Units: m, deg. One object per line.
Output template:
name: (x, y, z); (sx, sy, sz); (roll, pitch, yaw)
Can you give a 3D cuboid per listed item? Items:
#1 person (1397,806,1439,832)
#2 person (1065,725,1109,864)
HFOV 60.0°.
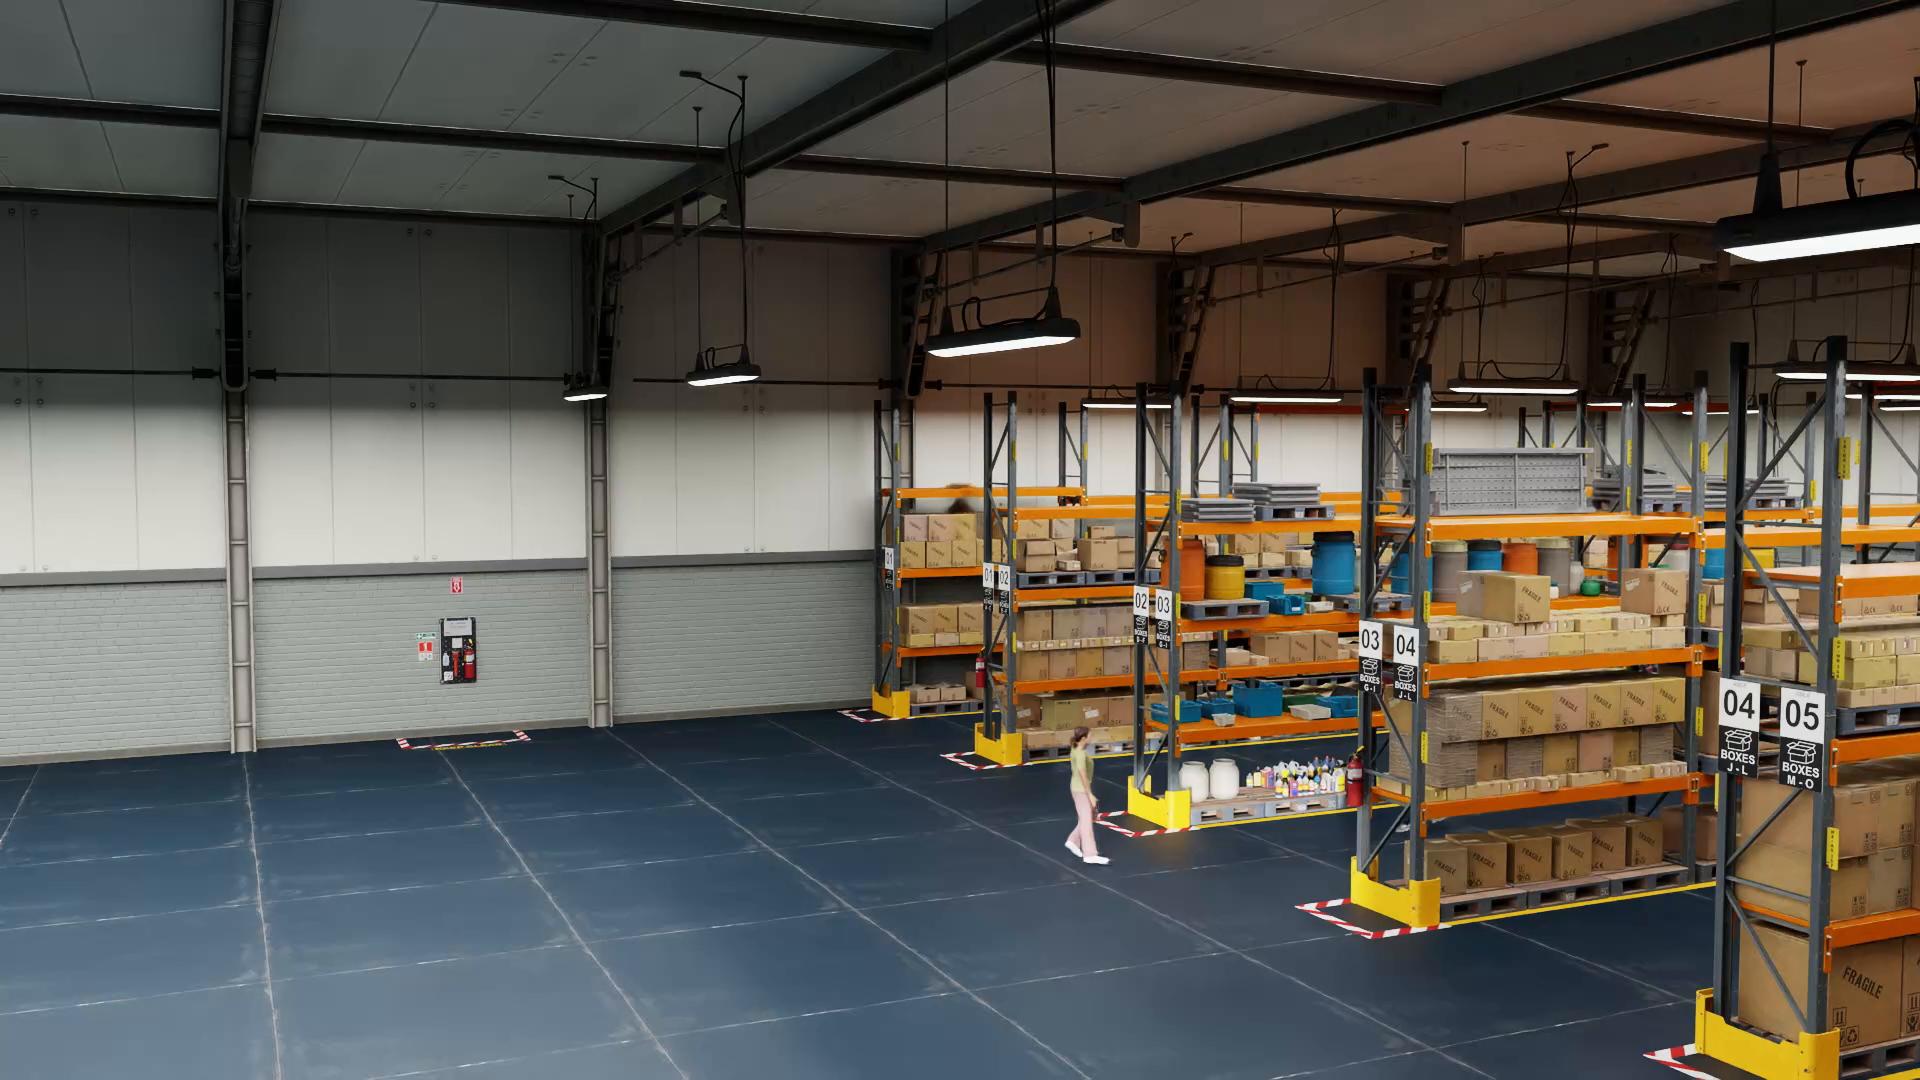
person: (6.161, 3.161, 22.095); (0.669, 1.479, 0.463); (-1, 3, -18)
person: (1.567, 3.121, 20.532); (0.534, 1.672, 0.567); (0, 3, 3)
